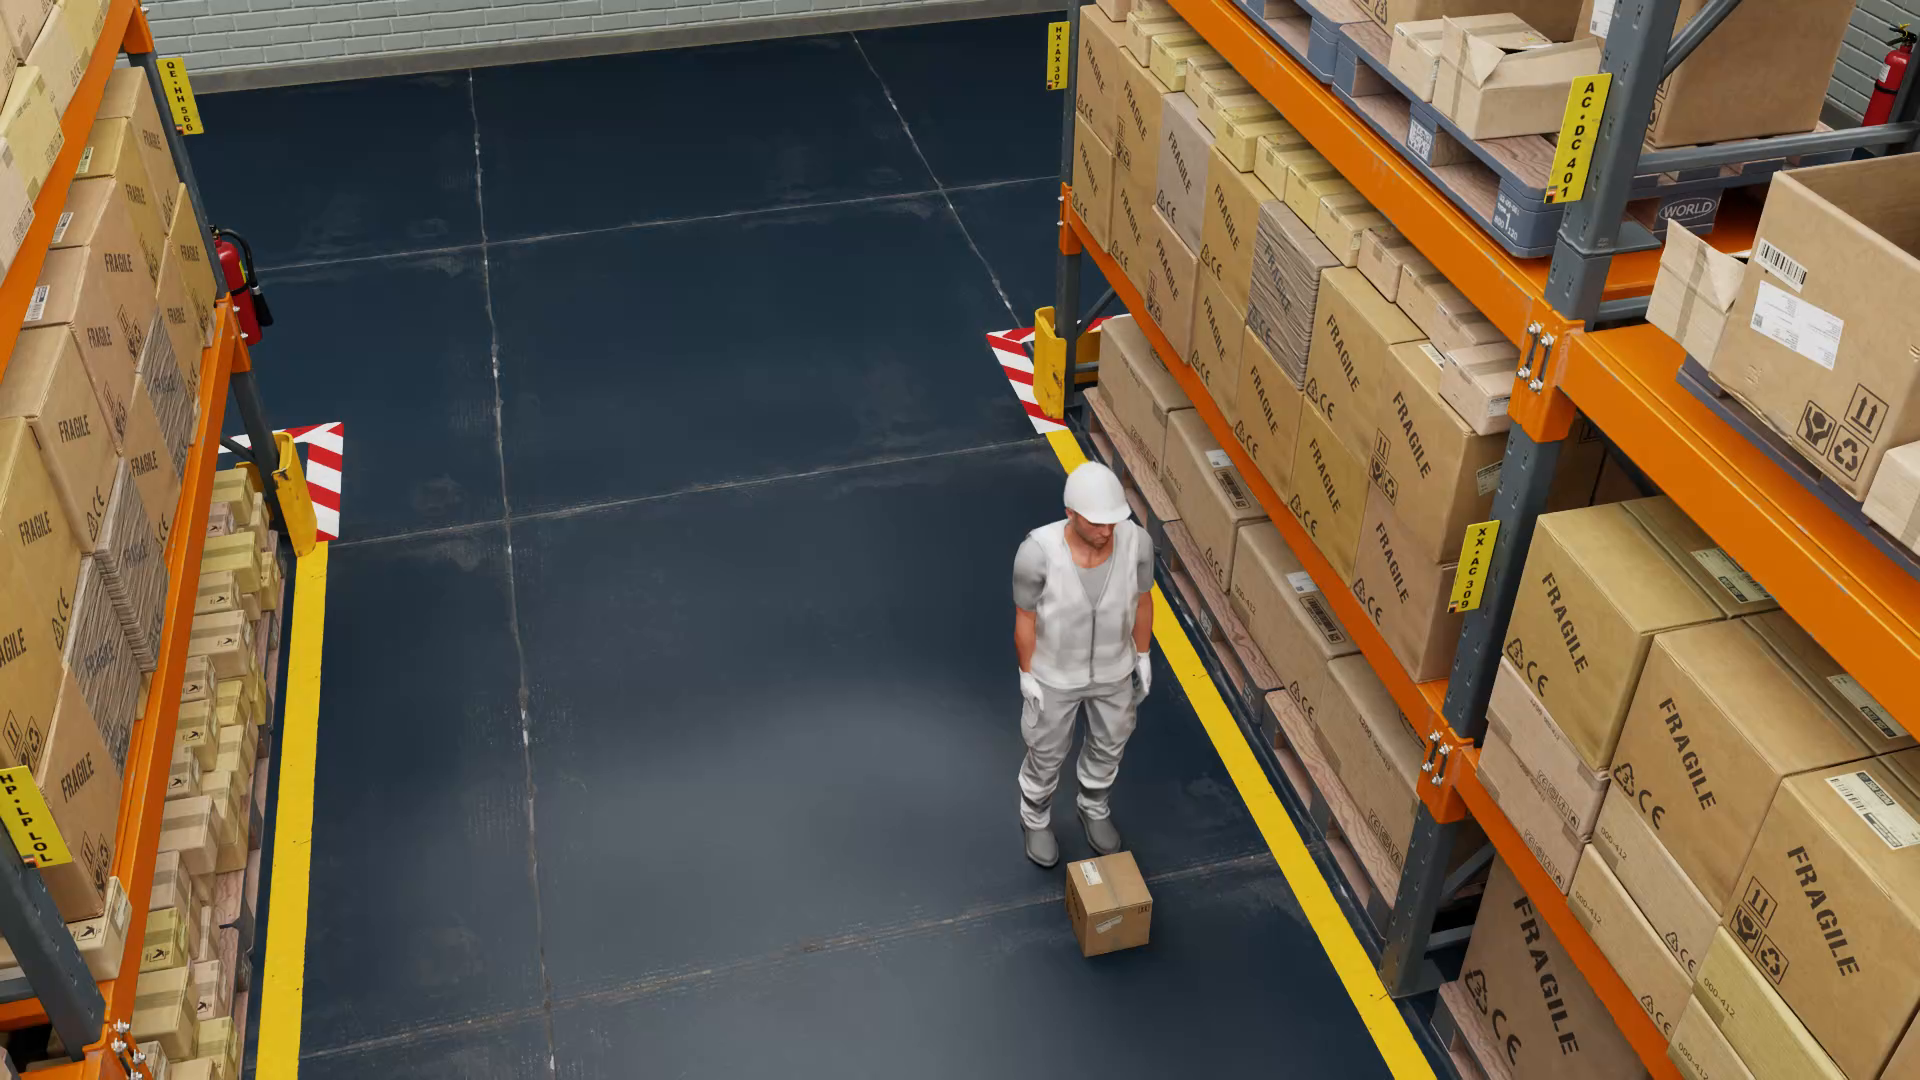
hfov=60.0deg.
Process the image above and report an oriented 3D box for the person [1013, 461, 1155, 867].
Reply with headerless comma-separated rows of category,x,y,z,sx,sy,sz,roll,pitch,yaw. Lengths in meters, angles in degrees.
person,0.451,0.468,6.097,0.526,1.782,0.342,-9,39,-11
